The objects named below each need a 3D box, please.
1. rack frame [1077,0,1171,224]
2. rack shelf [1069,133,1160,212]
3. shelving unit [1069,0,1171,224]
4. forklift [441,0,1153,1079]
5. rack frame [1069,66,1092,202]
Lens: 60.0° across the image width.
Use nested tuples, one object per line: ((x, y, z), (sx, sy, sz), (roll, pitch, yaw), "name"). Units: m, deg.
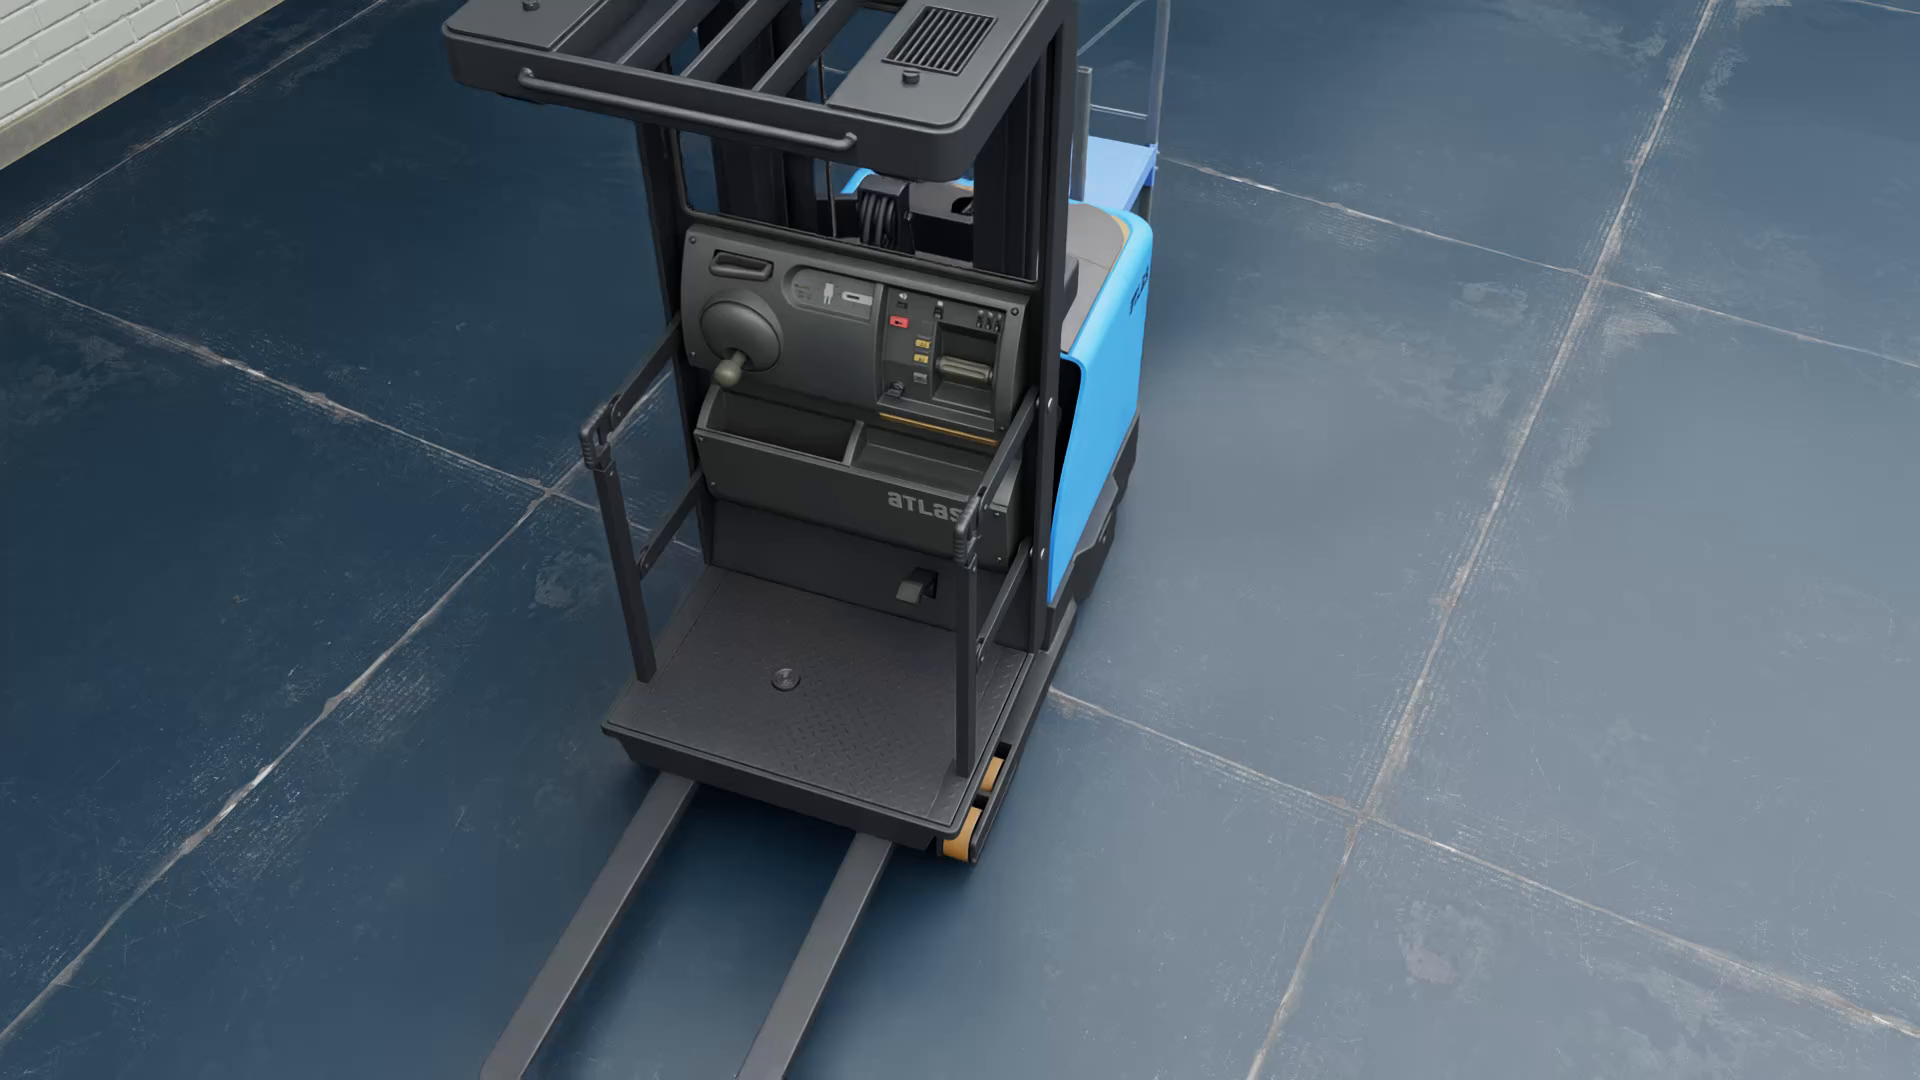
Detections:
((0.513, -1.638, 6.315), (0.500, 1.500, 0.032), (15, 47, 14), "rack frame")
((0.338, -1.172, 6.107), (0.538, 0.185, 1.000), (15, 47, 14), "rack shelf")
((0.338, -1.299, 5.979), (0.538, 1.500, 1.048), (15, 47, 14), "shelving unit")
((-0.358, -0.438, 4.122), (1.130, 2.935, 3.031), (15, 47, 14), "forklift")
((0.163, -0.959, 5.643), (0.500, 1.500, 0.032), (15, 47, 14), "rack frame")
